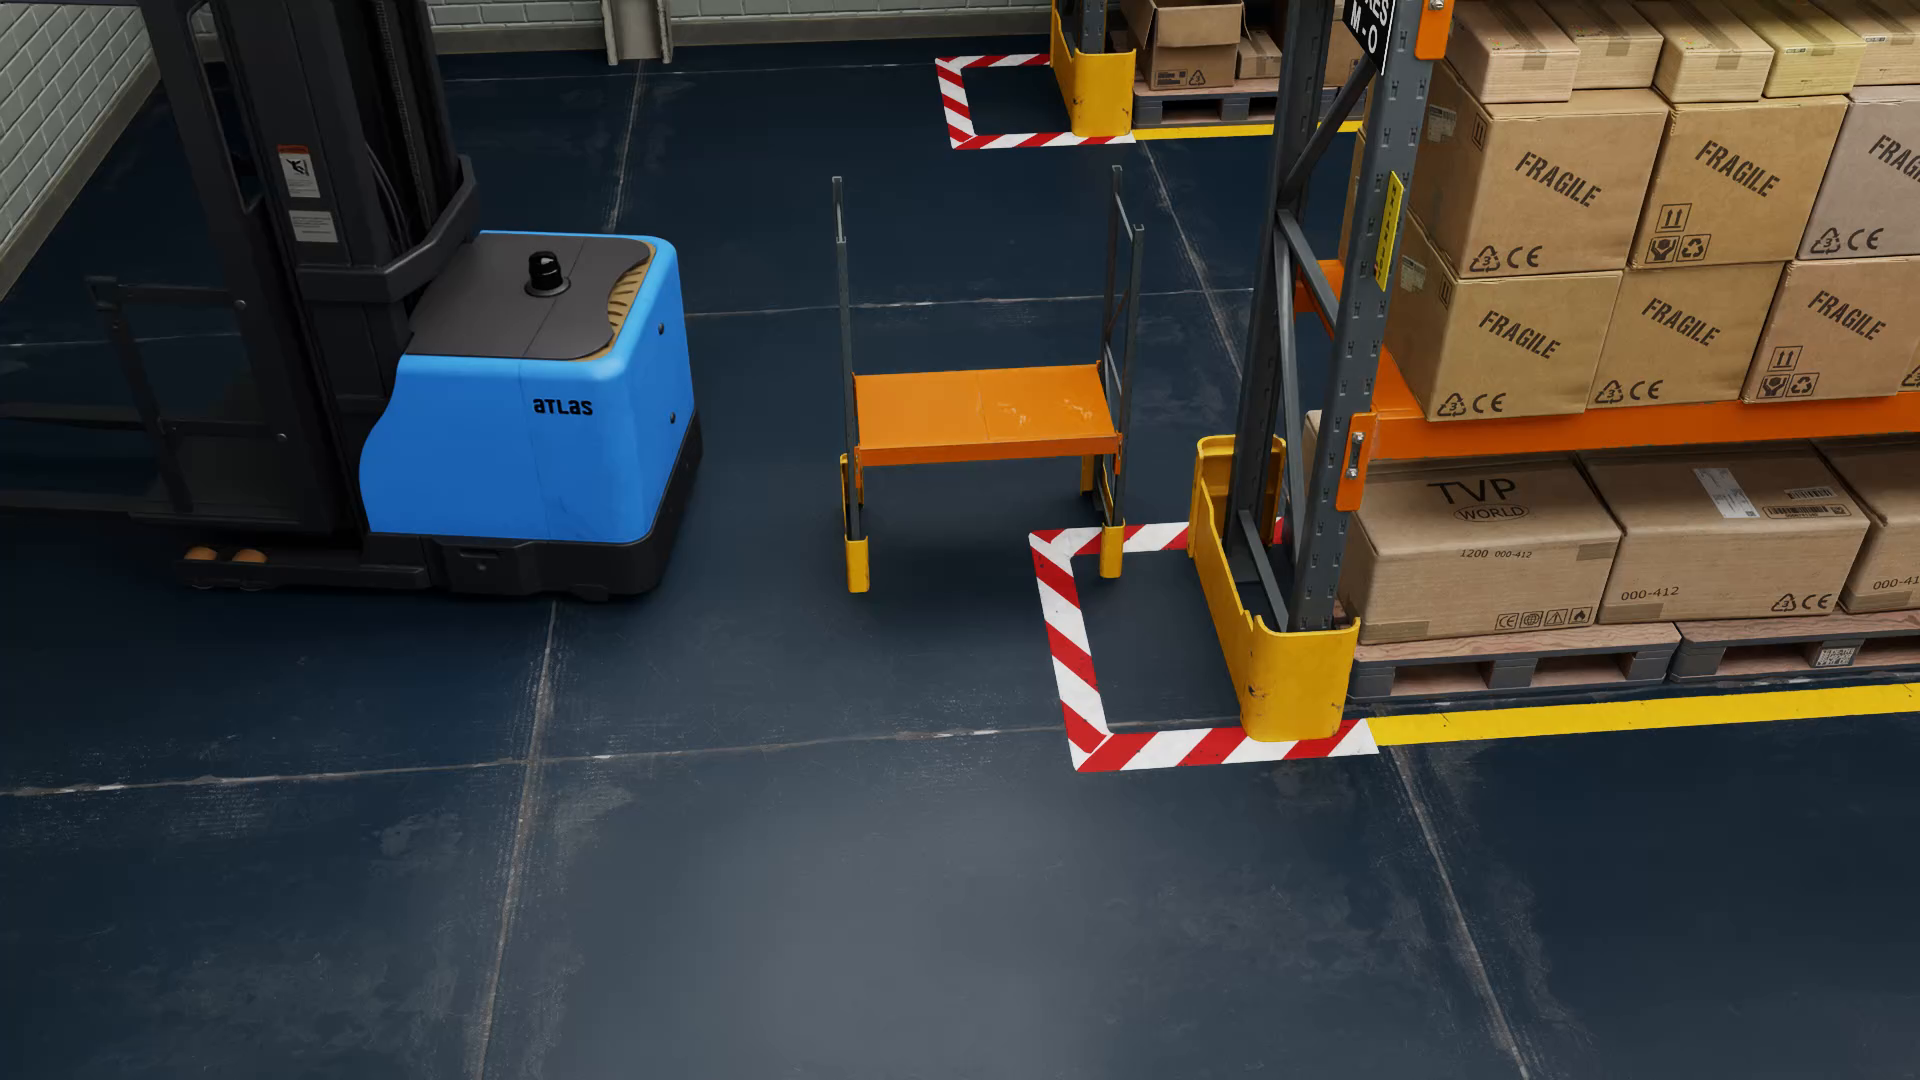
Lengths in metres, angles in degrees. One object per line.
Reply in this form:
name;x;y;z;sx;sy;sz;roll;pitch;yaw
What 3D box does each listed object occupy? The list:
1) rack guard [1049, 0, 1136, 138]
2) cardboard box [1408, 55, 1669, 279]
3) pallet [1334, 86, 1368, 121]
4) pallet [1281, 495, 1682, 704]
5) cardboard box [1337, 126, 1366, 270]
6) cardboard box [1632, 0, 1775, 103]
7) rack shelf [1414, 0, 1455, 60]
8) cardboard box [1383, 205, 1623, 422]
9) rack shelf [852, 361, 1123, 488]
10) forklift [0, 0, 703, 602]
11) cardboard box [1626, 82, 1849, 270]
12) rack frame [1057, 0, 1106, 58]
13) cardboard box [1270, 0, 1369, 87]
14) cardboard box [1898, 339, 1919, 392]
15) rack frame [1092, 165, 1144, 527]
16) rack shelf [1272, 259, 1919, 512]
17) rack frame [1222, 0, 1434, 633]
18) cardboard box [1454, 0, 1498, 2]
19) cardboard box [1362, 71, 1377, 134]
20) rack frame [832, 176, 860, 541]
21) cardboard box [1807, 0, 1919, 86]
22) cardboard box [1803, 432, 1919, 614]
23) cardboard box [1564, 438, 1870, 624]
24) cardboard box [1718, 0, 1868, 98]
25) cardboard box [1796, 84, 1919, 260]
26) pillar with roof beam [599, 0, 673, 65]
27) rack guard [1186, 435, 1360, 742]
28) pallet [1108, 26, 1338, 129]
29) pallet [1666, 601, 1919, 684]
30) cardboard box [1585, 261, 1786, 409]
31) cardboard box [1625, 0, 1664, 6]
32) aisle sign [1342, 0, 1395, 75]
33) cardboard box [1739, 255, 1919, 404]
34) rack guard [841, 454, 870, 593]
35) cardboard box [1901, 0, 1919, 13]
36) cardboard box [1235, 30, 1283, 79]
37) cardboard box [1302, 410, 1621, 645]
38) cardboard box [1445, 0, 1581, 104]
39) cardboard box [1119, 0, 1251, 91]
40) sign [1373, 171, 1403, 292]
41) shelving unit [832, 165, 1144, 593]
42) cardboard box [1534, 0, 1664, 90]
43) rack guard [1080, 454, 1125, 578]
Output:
rack guard;0.788;-2.919;10.046;0.348;0.500;1.175;-3;38;-4
cardboard box;1.659;-1.116;4.855;0.500;0.500;0.500;-4;38;-5
pallet;2.794;-2.915;10.274;1.213;0.211;1.003;-3;38;-4
pallet;1.945;0.169;6.366;1.213;0.211;1.003;-3;38;-4
cardboard box;1.613;-1.063;5.595;0.500;0.500;0.500;-3;38;-4
cardboard box;2.058;-1.371;4.654;0.250;0.149;0.380;-2;38;-3
rack shelf;3.148;-1.839;4.818;4.000;0.370;1.077;-3;38;-4
cardboard box;1.659;-0.722;5.163;0.500;0.500;0.500;-3;38;-4
rack shelf;0.085;-0.452;6.403;1.000;0.185;0.538;-3;38;-4
forklift;-2.640;-1.274;5.998;3.031;2.935;1.130;3;38;3
cardboard box;2.173;-1.149;4.897;0.500;0.500;0.500;-4;38;-5
rack frame;0.712;-3.896;9.267;0.127;3.000;1.000;-3;38;-4
cardboard box;2.185;-3.078;9.908;0.500;0.500;0.700;-2;38;-2
cardboard box;3.166;-0.822;5.289;0.500;0.500;0.500;-2;38;-2
rack frame;0.591;-0.621;6.327;0.032;1.500;0.500;-3;38;-4
rack shelf;3.148;-0.661;5.747;4.000;0.370;1.077;-3;38;-4
rack frame;1.156;-0.834;5.385;0.127;3.000;1.000;-3;38;-4
cardboard box;1.495;-1.664;5.025;0.250;0.149;0.380;-3;38;-3
cardboard box;1.615;-1.439;5.264;0.500;0.500;0.500;-2;38;-2
rack frame;-0.421;-0.566;6.256;0.032;1.500;0.500;-3;38;-4
cardboard box;2.575;-1.443;4.746;0.250;0.149;0.380;-3;38;-4
cardboard box;3.613;-0.195;6.305;0.875;0.438;0.875;-4;38;-5
cardboard box;2.715;-0.146;6.243;0.875;0.438;0.875;-2;38;-3
cardboard box;2.318;-1.396;4.687;0.250;0.149;0.380;-4;38;-5
cardboard box;2.685;-1.182;4.939;0.500;0.500;0.500;-3;38;-4
pillar with roof beam;-1.672;-4.004;4.559;0.400;9.000;9.100;-3;38;-4
rack guard;1.132;0.149;6.158;0.348;0.500;1.175;-3;38;-4
pallet;1.582;-2.850;10.192;1.213;0.211;1.003;-3;38;-4
pallet;3.157;0.104;6.448;1.213;0.211;1.003;-3;38;-4
cardboard box;2.161;-0.767;5.220;0.500;0.500;0.500;-4;38;-5
cardboard box;1.996;-1.759;5.146;0.250;0.149;0.380;-3;38;-4
aisle sign;1.110;-1.672;4.348;0.004;0.787;0.394;-3;38;-4
cardboard box;2.669;-0.784;5.242;0.500;0.500;0.500;-3;38;-4
rack guard;-0.420;-0.075;6.643;0.087;0.250;0.587;-3;38;-4
cardboard box;2.827;-1.431;4.731;0.250;0.149;0.380;-3;38;-4
cardboard box;1.756;-2.916;9.987;0.250;0.149;0.380;-5;39;-6
cardboard box;1.804;-0.091;6.173;0.875;0.438;0.875;-4;38;-6
cardboard box;1.534;-1.369;4.652;0.250;0.149;0.380;-2;38;-3
cardboard box;1.330;-3.056;9.878;0.637;0.503;0.797;-5;39;-6
sign;1.199;-0.862;4.658;0.005;0.325;0.100;-3;38;-4
shelving unit;0.076;-0.593;6.291;1.083;1.500;0.587;-3;38;-4
cardboard box;1.788;-1.427;4.726;0.250;0.149;0.380;-2;38;-3
rack guard;0.572;-0.130;6.712;0.087;0.250;0.587;-3;38;-4
